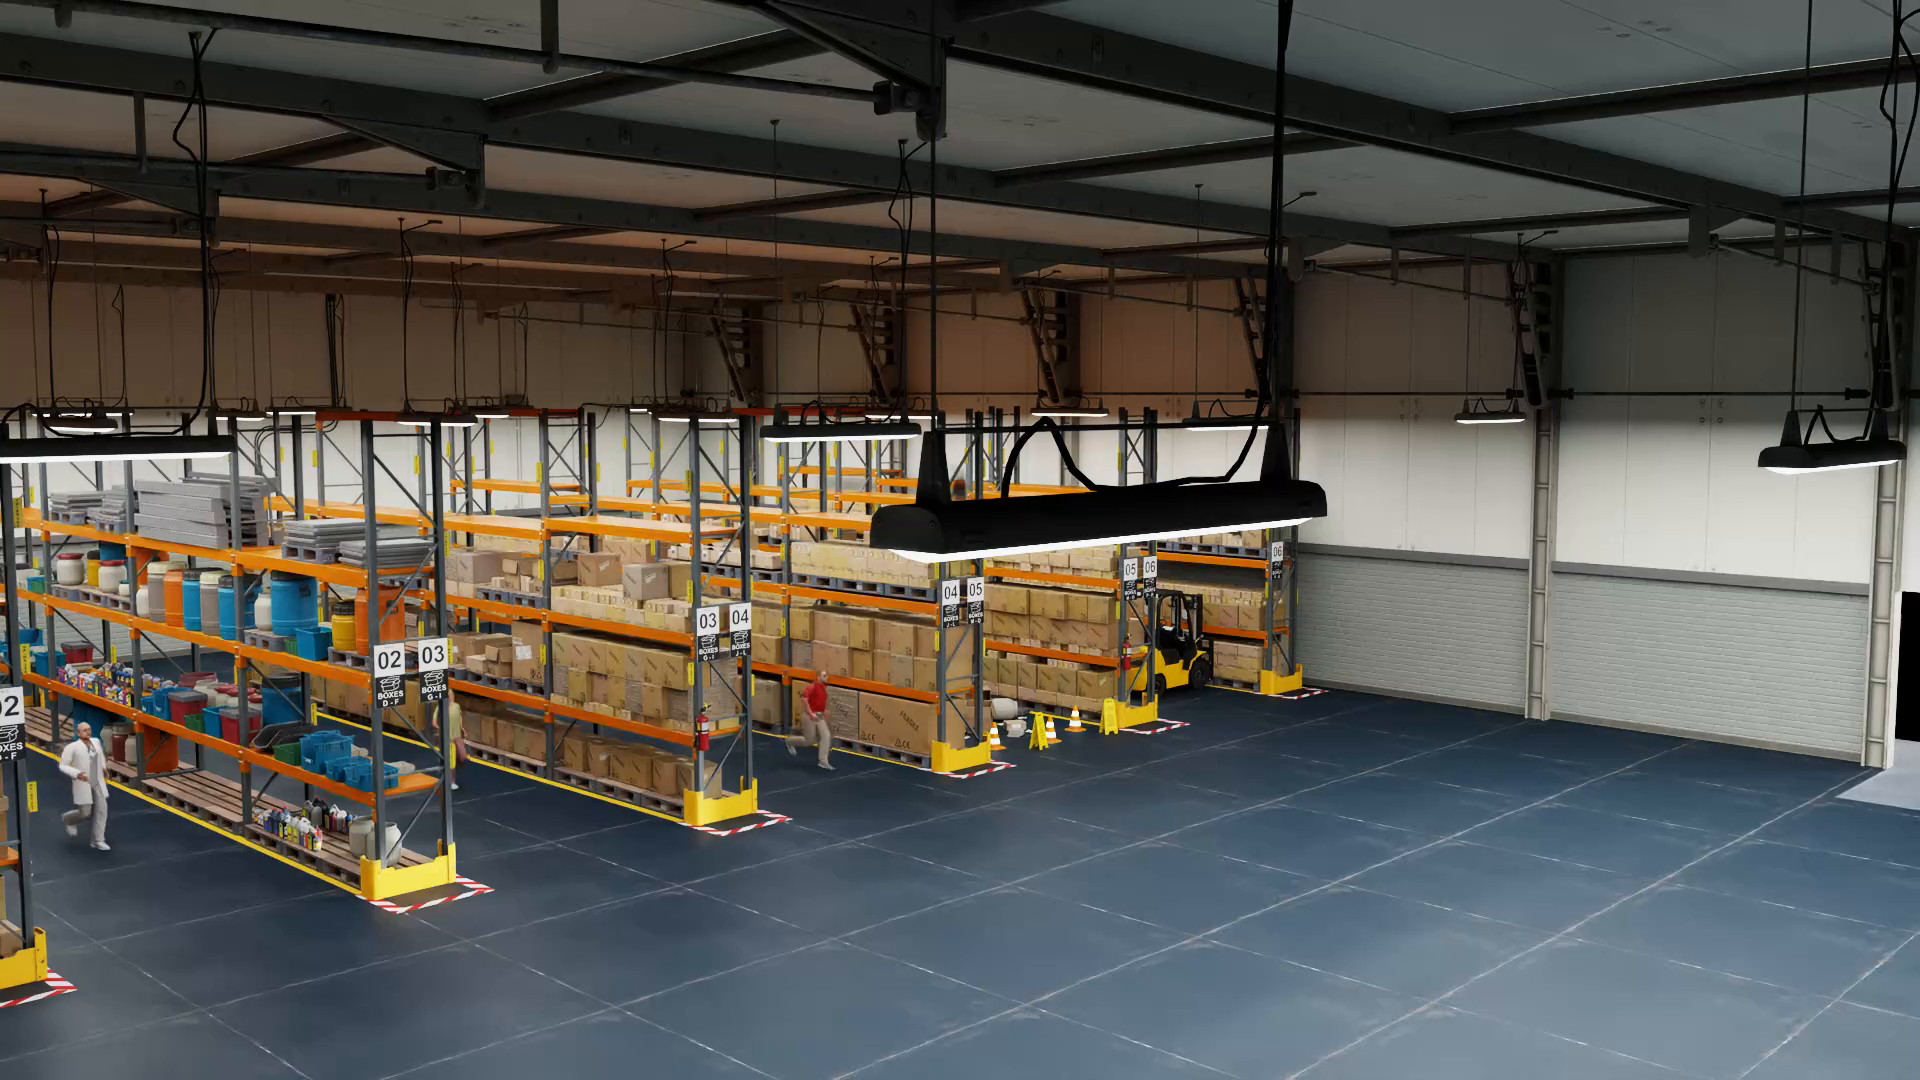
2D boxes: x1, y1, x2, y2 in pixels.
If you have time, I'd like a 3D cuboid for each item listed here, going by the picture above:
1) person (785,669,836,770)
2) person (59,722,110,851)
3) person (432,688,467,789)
[{"bbox_3d":[-2.518,3.023,28.122,0.949,1.719,0.666,3,6,26],"label":"person"},{"bbox_3d":[-12.169,3.431,23.167,0.918,1.722,0.711,3,6,31],"label":"person"},{"bbox_3d":[-8.135,3.171,26.599,0.497,1.629,0.580,5,7,42],"label":"person"}]
